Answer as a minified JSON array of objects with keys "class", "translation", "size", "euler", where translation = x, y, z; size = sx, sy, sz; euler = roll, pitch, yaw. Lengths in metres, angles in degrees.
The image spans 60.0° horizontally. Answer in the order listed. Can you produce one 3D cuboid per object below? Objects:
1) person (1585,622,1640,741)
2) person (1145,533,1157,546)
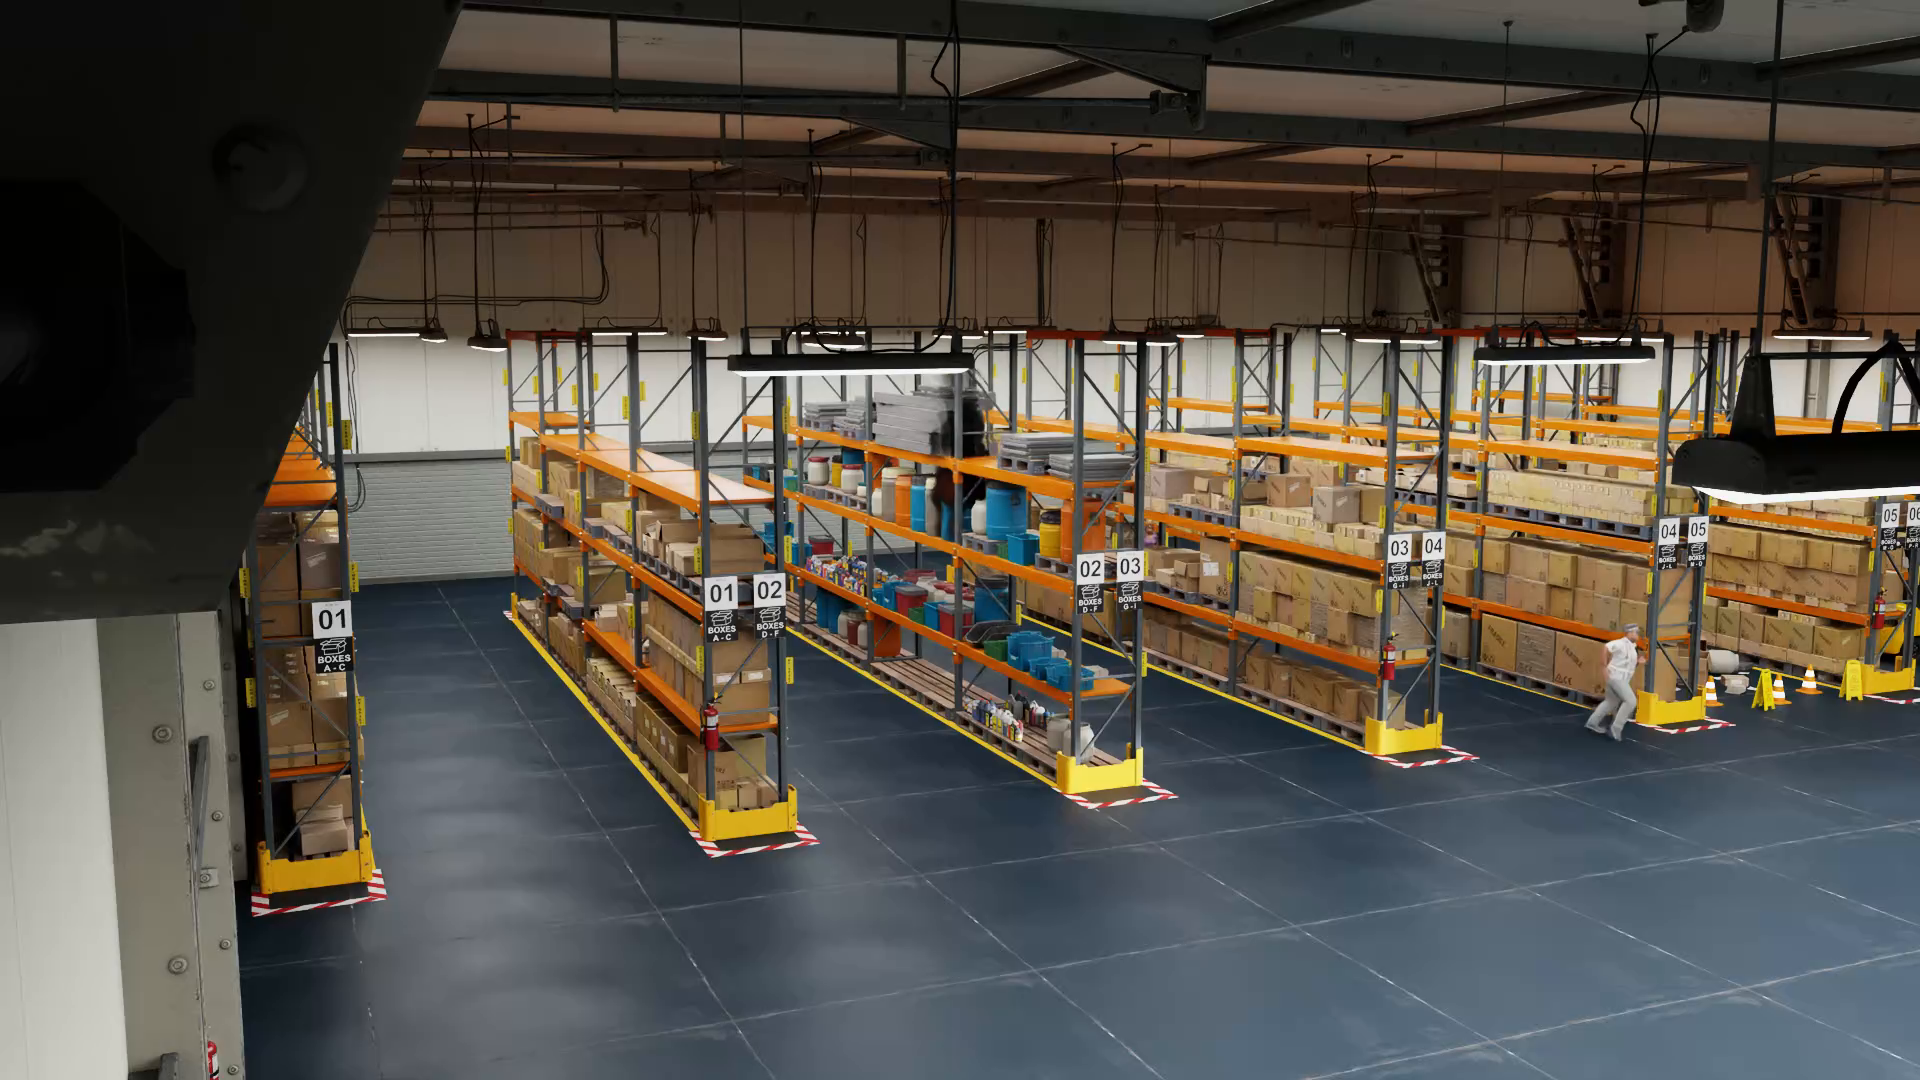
[{"class":"person","translation":[9.772,2.123,24.935],"size":[0.691,1.825,0.444],"euler":[4,9,29]},{"class":"person","translation":[4.286,0.524,37.821],"size":[0.344,1.394,0.587],"euler":[-3,8,-19]}]
